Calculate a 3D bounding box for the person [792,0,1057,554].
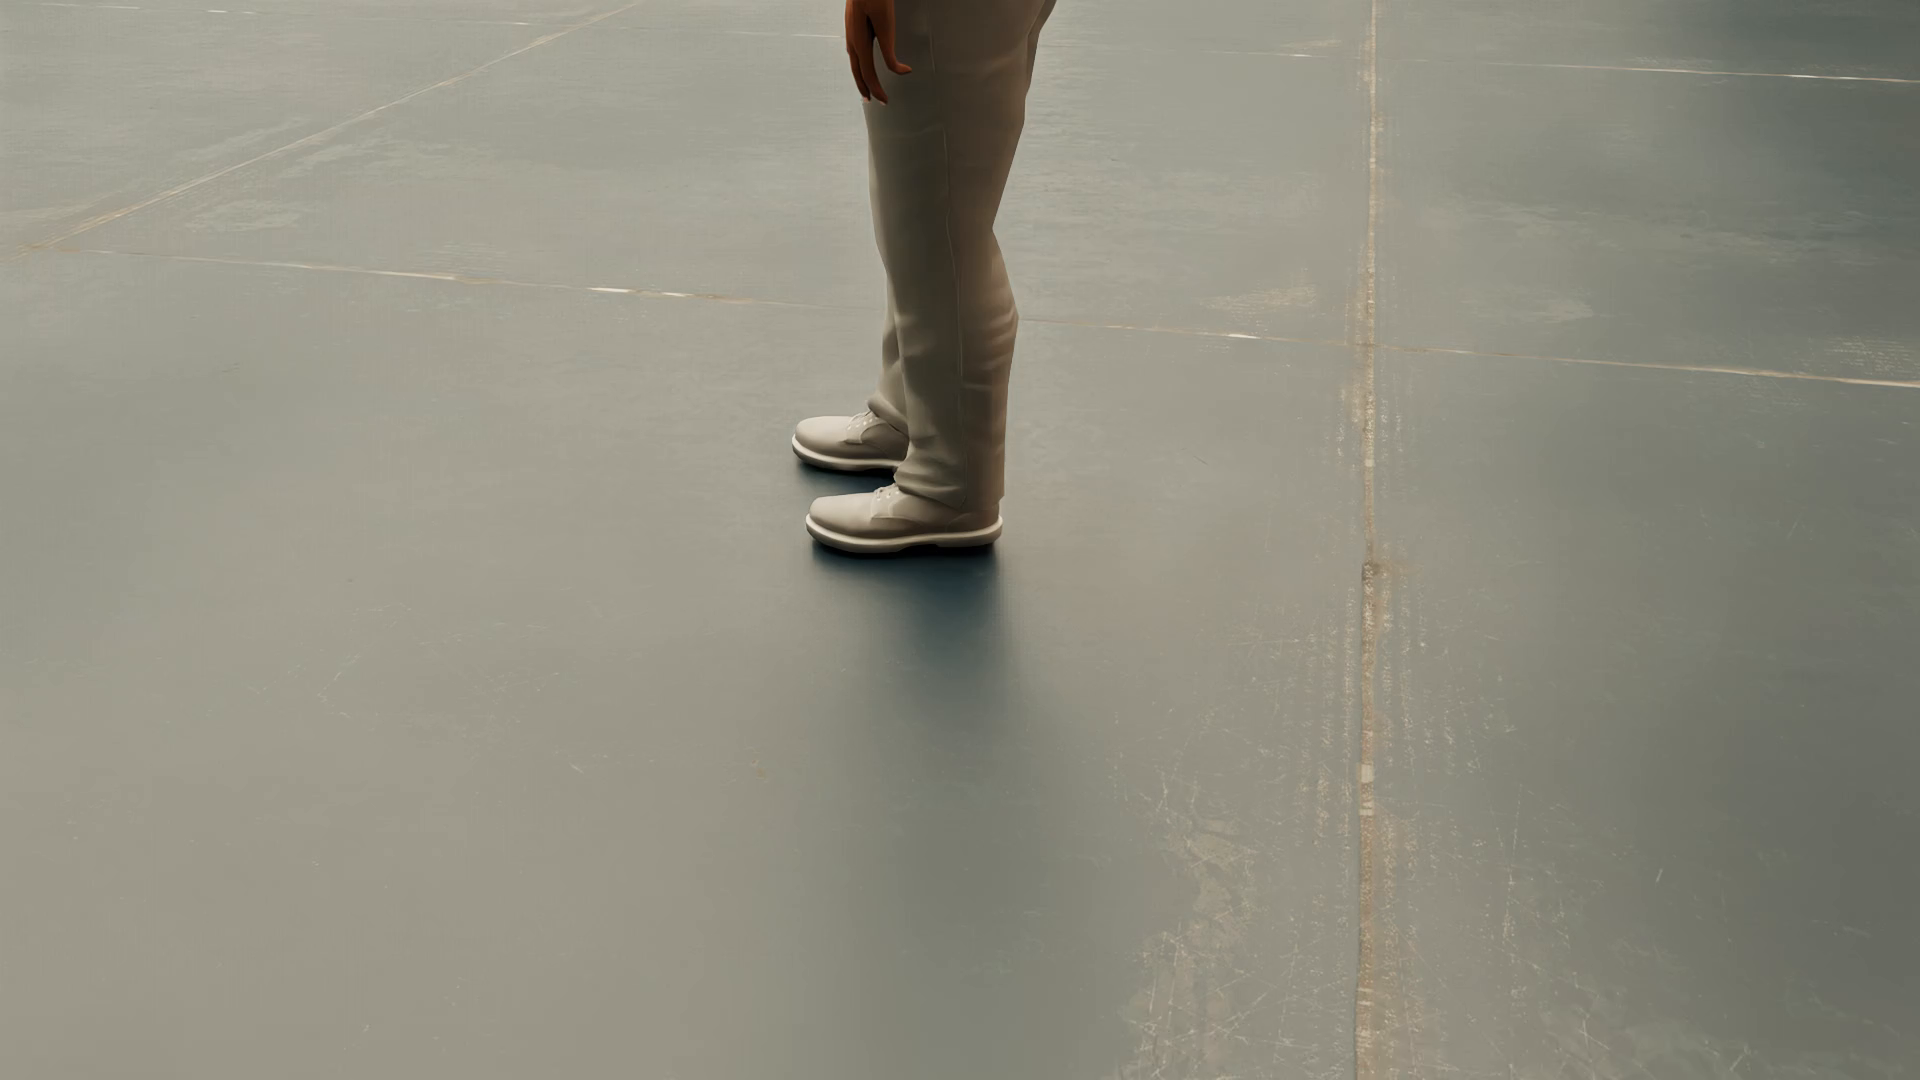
[{"bbox_3d":[-0.069,-0.778,2.148,0.528,1.693,0.569,6,27,11],"label":"person"}]
